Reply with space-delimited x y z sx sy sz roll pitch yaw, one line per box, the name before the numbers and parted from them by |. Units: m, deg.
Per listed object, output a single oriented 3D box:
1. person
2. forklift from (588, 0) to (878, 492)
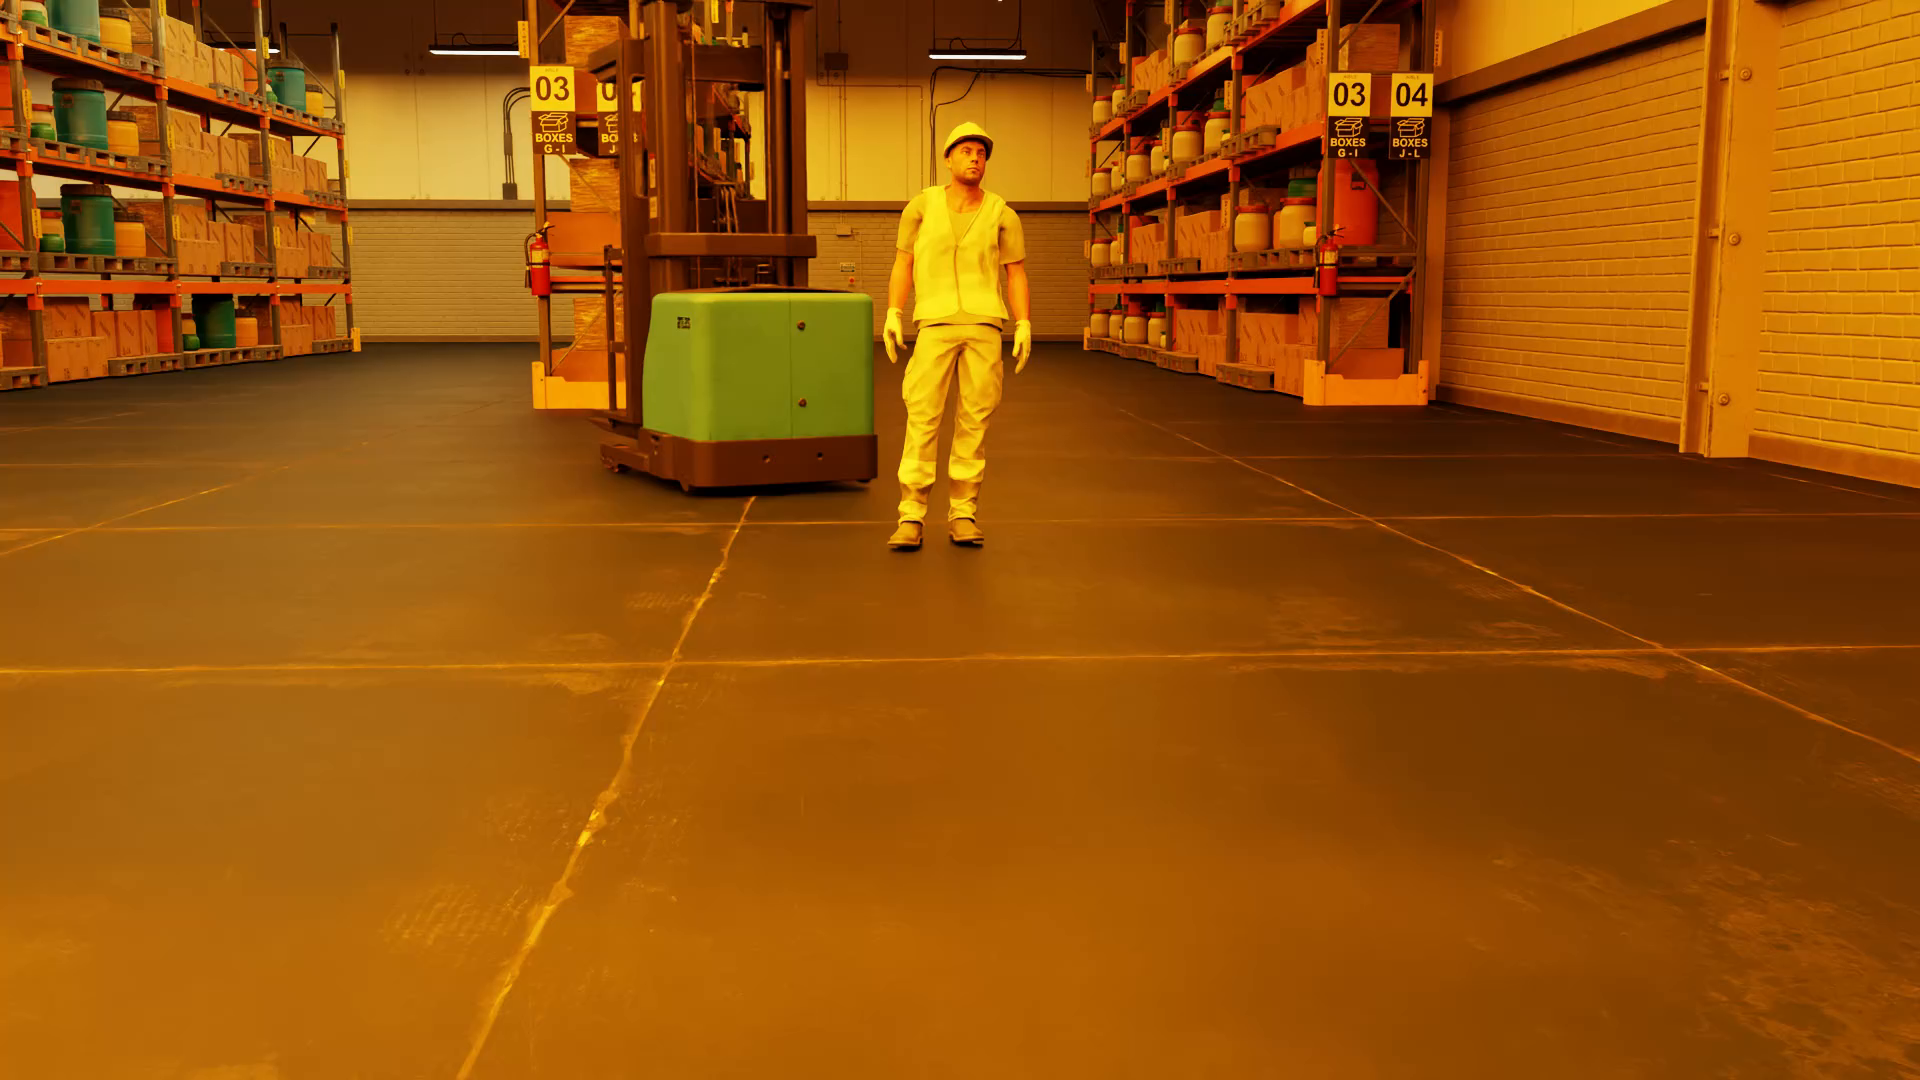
person | -0.008 -0.880 7.098 0.637 1.787 0.564 -1 8 -4
forklift | -1.561 -1.881 9.997 1.130 2.935 3.031 -4 9 -26
